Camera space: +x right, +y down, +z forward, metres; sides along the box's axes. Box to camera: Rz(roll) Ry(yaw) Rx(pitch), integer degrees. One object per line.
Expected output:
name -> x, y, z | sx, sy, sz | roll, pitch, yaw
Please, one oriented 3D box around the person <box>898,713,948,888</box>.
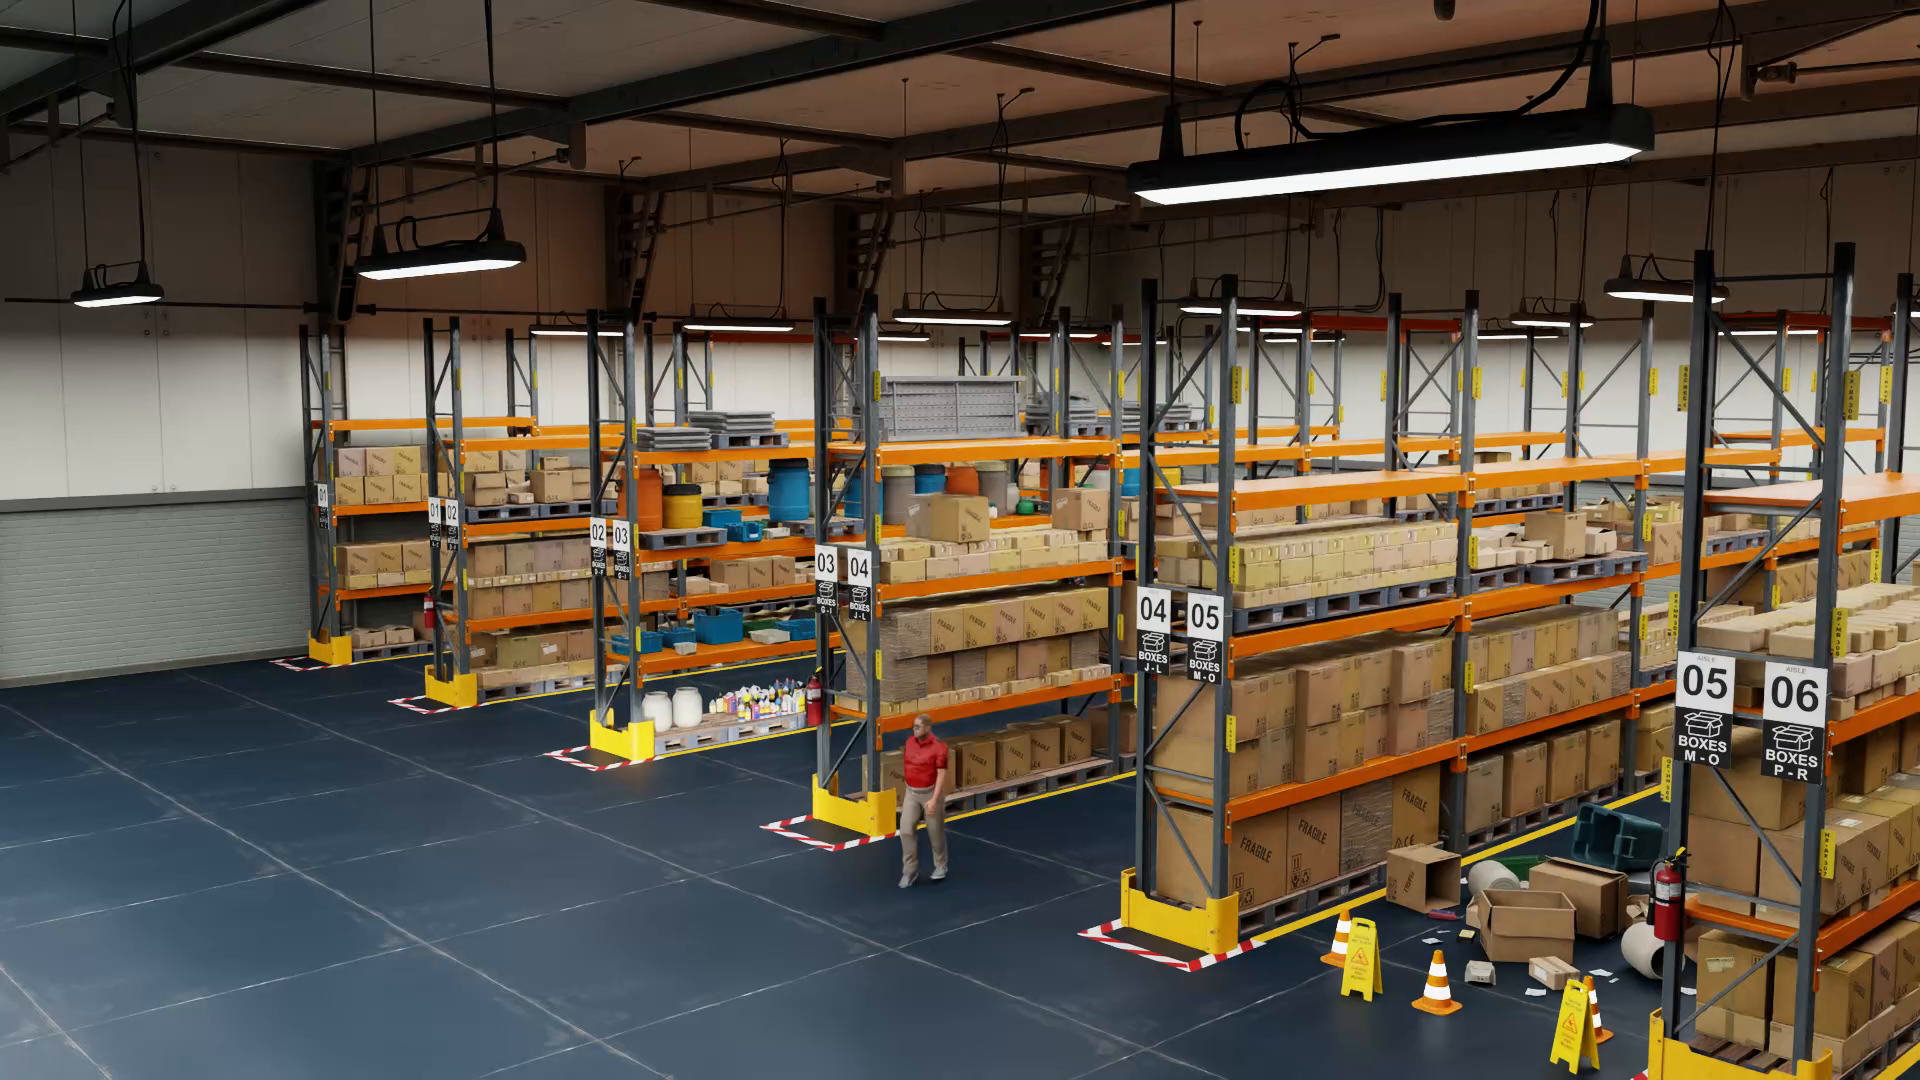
person -> -0.363, 2.645, 16.827 | 0.555, 1.808, 0.631 | 3, 7, 30
